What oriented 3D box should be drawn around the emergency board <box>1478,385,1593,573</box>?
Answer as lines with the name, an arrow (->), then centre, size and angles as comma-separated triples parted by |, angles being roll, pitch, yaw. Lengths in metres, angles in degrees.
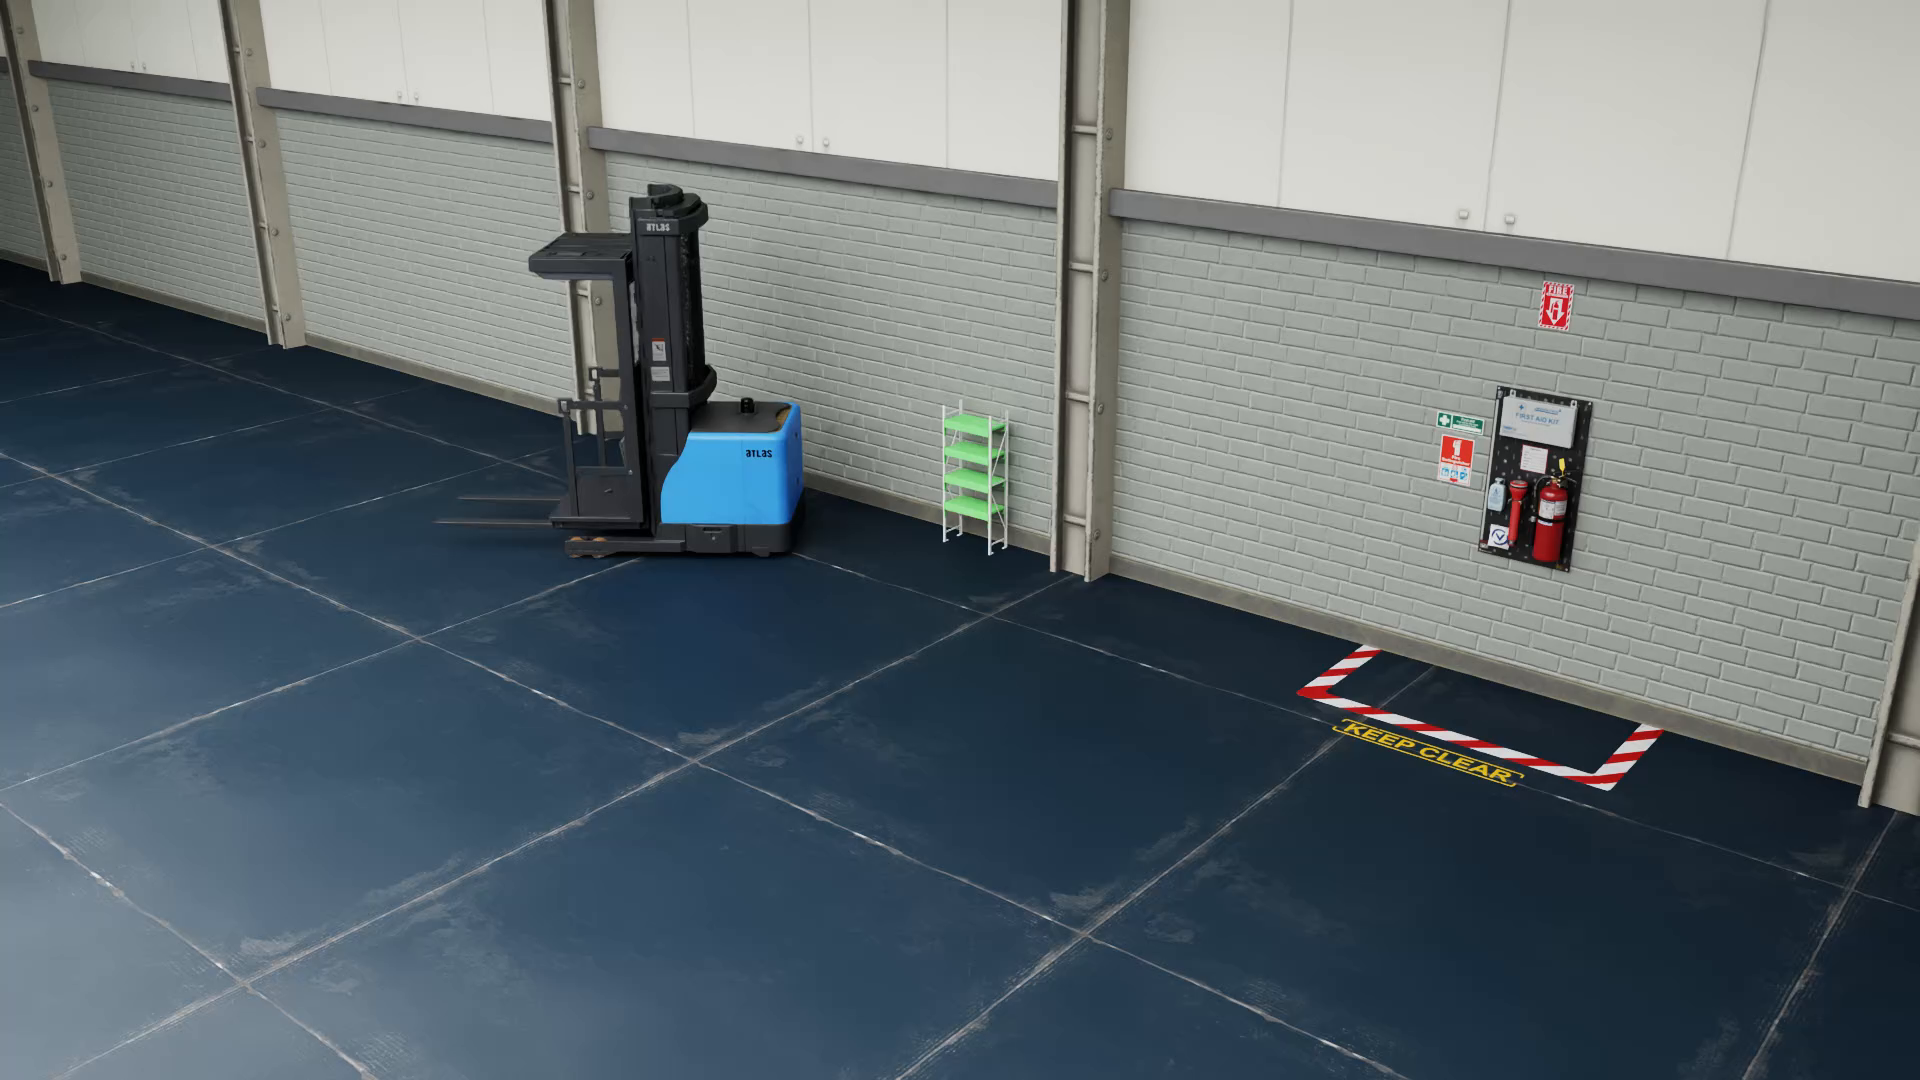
emergency board -> 3.735, -0.375, 10.912 | 0.643, 1.169, 0.194 | 16, 26, 36

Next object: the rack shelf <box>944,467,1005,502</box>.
rack shelf -> 0.128, -0.465, 13.881 | 0.480, 0.148, 0.258 | 16, 26, 36

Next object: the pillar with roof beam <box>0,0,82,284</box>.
pillar with roof beam -> -15.690, -6.798, 19.442 | 0.400, 9.000, 9.100 | 16, 26, 36

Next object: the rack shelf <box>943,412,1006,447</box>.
rack shelf -> 0.128, -0.914, 13.712 | 0.480, 0.148, 0.258 | 16, 26, 36

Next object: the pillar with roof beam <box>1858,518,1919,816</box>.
pillar with roof beam -> 2.903, -1.444, 5.243 | 0.400, 9.000, 9.100 | 16, 26, 36

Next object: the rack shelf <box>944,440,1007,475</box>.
rack shelf -> 0.128, -0.689, 13.796 | 0.480, 0.148, 0.258 | 16, 26, 36

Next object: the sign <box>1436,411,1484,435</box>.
sign -> 3.370, -0.788, 11.205 | 0.331, 0.109, 0.001 | 16, 26, 36

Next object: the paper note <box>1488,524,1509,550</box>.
paper note -> 3.642, -0.021, 11.222 | 0.142, 0.148, 0.016 | 16, 26, 36

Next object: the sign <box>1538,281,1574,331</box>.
sign -> 3.792, -1.489, 10.580 | 0.199, 0.298, 0.001 | 16, 26, 36

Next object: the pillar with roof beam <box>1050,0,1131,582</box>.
pillar with roof beam -> -1.745, -2.782, 8.793 | 0.400, 9.000, 9.100 | 16, 26, 36

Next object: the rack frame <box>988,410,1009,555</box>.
rack frame -> 0.317, -0.470, 13.714 | 0.015, 1.200, 0.240 | 16, 26, 36

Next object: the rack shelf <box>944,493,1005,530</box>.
rack shelf -> 0.128, -0.240, 13.966 | 0.480, 0.148, 0.258 | 16, 26, 36

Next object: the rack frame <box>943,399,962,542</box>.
rack frame -> -0.061, -0.579, 14.003 | 0.015, 1.200, 0.240 | 16, 26, 36

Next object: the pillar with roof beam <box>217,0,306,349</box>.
pillar with roof beam -> -11.042, -5.460, 15.893 | 0.400, 9.000, 9.100 | 16, 26, 36

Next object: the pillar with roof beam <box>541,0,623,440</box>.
pillar with roof beam -> -6.393, -4.121, 12.343 | 0.400, 9.000, 9.100 | 16, 26, 36

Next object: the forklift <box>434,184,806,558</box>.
forklift -> -2.881, -1.407, 13.746 | 3.031, 2.935, 1.130 | 1, 21, 2

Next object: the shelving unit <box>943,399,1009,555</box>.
shelving unit -> 0.128, -0.524, 13.859 | 0.503, 1.200, 0.258 | 16, 26, 36

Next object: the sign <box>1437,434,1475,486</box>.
sign -> 3.372, -0.544, 11.308 | 0.234, 0.329, 0.001 | 16, 26, 36
